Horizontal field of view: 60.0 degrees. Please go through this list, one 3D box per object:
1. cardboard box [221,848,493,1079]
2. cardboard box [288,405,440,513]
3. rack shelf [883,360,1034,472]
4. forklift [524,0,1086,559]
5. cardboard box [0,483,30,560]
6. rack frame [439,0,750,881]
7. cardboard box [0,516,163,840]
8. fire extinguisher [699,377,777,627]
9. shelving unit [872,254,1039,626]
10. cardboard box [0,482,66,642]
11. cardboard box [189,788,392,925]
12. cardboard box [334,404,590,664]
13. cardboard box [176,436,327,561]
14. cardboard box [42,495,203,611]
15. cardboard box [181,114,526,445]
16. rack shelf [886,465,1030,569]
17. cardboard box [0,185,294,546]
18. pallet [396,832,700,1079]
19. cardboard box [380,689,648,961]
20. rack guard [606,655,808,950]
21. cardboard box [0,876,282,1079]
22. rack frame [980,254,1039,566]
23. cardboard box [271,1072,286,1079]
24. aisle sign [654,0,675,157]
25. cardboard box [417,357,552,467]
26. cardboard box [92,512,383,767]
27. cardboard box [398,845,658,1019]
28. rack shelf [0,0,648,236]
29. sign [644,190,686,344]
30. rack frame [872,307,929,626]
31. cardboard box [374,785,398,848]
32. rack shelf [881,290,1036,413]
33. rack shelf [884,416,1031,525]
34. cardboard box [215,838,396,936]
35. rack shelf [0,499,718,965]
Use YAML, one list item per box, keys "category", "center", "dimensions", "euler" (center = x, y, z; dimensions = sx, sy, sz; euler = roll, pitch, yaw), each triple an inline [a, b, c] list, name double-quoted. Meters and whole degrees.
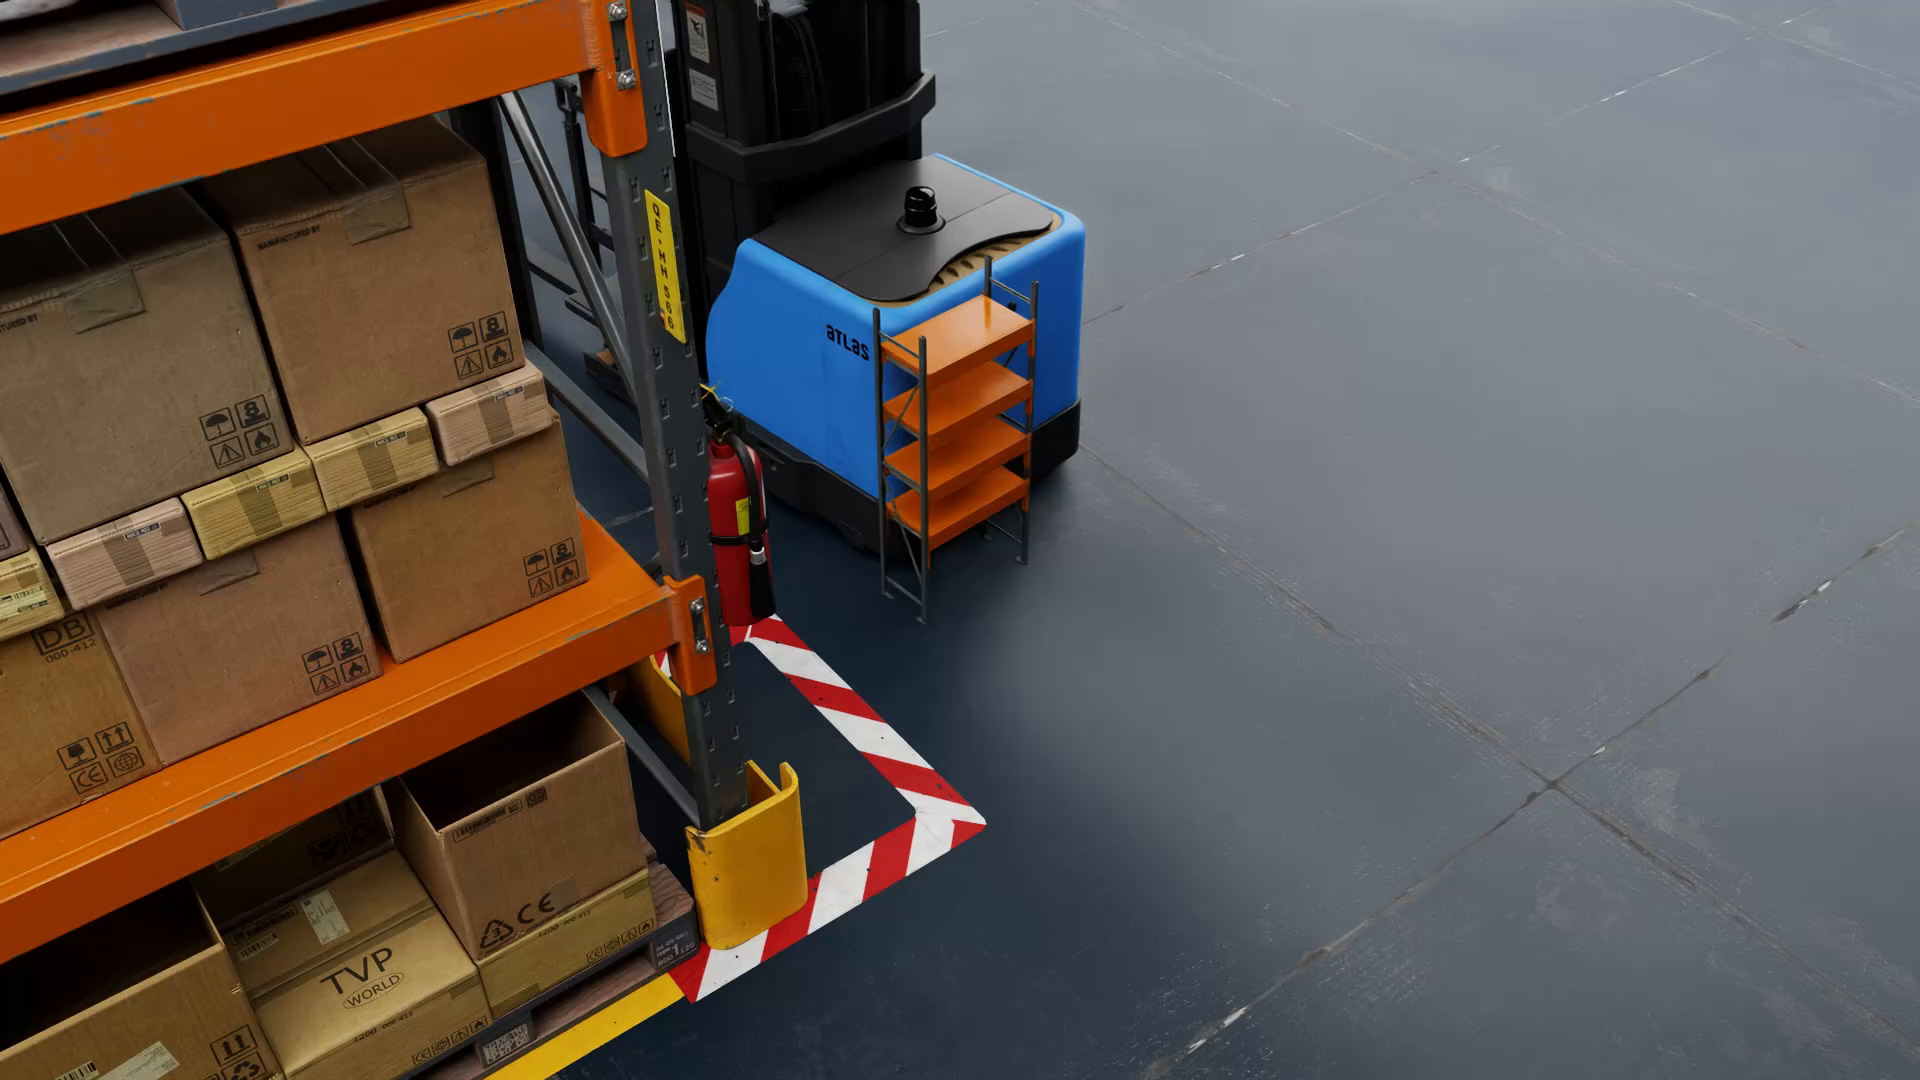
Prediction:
- category: "cardboard box"
  center: [-1.571, 1.148, 4.323]
  dimensions: [0.500, 0.250, 0.500]
  euler: [-26, 46, -28]
- category: "cardboard box"
  center: [-1.331, -0.252, 3.602]
  dimensions: [0.250, 0.149, 0.380]
  euler: [-25, 45, -27]
- category: "rack shelf"
  center: [-0.013, -0.441, 5.593]
  dimensions: [0.480, 0.148, 0.258]
  euler: [-30, 49, -32]
- category: "forklift"
  center: [-0.932, -1.893, 6.246]
  dimensions: [3.031, 2.935, 1.130]
  euler: [32, 49, 33]
- category: "cardboard box"
  center: [-2.170, -0.253, 3.091]
  dimensions: [0.500, 0.500, 0.700]
  euler: [-26, 46, -28]
- category: "rack frame"
  center: [-0.937, -0.308, 4.260]
  dimensions: [0.127, 3.000, 1.000]
  euler: [-26, 46, -28]
- category: "cardboard box"
  center: [-2.126, 0.222, 3.536]
  dimensions: [0.500, 0.500, 0.700]
  euler: [-26, 46, -28]
- category: "fire extinguisher"
  center: [-0.560, -0.090, 4.056]
  dimensions: [0.183, 0.674, 0.296]
  euler: [-26, 46, -28]
- category: "shelving unit"
  center: [-0.014, -0.320, 5.693]
  dimensions: [0.503, 1.200, 0.258]
  euler: [-30, 49, -32]
- category: "cardboard box"
  center: [-1.942, 0.045, 3.240]
  dimensions: [0.250, 0.149, 0.380]
  euler: [-25, 45, -27]
- category: "cardboard box"
  center: [-1.893, 0.592, 4.408]
  dimensions: [0.500, 0.500, 0.500]
  euler: [-26, 46, -28]
- category: "cardboard box"
  center: [-1.315, -0.173, 4.017]
  dimensions: [0.500, 0.500, 0.700]
  euler: [-26, 46, -28]
- category: "cardboard box"
  center: [-1.533, -0.153, 3.481]
  dimensions: [0.250, 0.149, 0.380]
  euler: [-27, 46, -29]
- category: "cardboard box"
  center: [-1.734, -0.057, 3.364]
  dimensions: [0.250, 0.149, 0.380]
  euler: [-25, 46, -28]
- category: "cardboard box"
  center: [-1.357, -0.654, 3.580]
  dimensions: [0.500, 0.500, 0.700]
  euler: [-26, 46, -28]
- category: "rack shelf"
  center: [-0.015, -0.116, 5.863]
  dimensions: [0.480, 0.148, 0.258]
  euler: [-30, 49, -32]
- category: "cardboard box"
  center: [-1.771, -0.448, 3.329]
  dimensions: [0.500, 0.500, 0.700]
  euler: [-27, 47, -29]
- category: "pallet"
  center: [-1.518, 1.087, 4.759]
  dimensions: [1.213, 0.211, 1.003]
  euler: [-26, 46, -28]
- category: "cardboard box"
  center: [-1.181, 0.660, 4.326]
  dimensions: [0.500, 0.500, 0.500]
  euler: [-26, 46, -28]
- category: "rack guard"
  center: [-0.918, 0.649, 5.065]
  dimensions: [0.348, 0.500, 1.175]
  euler: [-26, 46, -28]
- category: "cardboard box"
  center: [-1.965, 1.054, 3.846]
  dimensions: [0.500, 0.500, 0.500]
  euler: [-26, 46, -28]
- category: "rack frame"
  center: [0.165, -0.426, 5.821]
  dimensions: [0.015, 1.200, 0.240]
  euler: [-30, 49, -32]
- category: "cardboard box"
  center: [-1.967, 1.342, 4.086]
  dimensions: [0.500, 0.250, 0.500]
  euler: [-26, 46, -28]
- category: "aisle sign"
  center: [-0.706, -1.191, 3.287]
  dimensions: [0.004, 0.787, 0.394]
  euler: [-26, 46, -28]
- category: "cardboard box"
  center: [-1.124, -0.354, 3.726]
  dimensions: [0.250, 0.149, 0.380]
  euler: [-27, 46, -29]
- category: "cardboard box"
  center: [-1.729, 0.033, 3.766]
  dimensions: [0.500, 0.500, 0.700]
  euler: [-25, 45, -27]
- category: "cardboard box"
  center: [-1.182, 0.949, 4.565]
  dimensions: [0.500, 0.250, 0.500]
  euler: [-26, 46, -28]
- category: "rack shelf"
  center: [-2.523, -0.417, 2.595]
  dimensions: [4.000, 0.370, 1.077]
  euler: [-26, 46, -28]
- category: "sign"
  center: [-0.618, -0.569, 3.479]
  dimensions: [0.005, 0.325, 0.100]
  euler: [-26, 46, -28]
- category: "rack frame"
  center: [-0.193, -0.215, 5.565]
  dimensions: [0.015, 1.200, 0.240]
  euler: [-30, 49, -32]
- category: "cardboard box"
  center: [-1.498, 0.688, 4.883]
  dimensions: [0.500, 0.250, 0.500]
  euler: [-26, 46, -28]
- category: "rack shelf"
  center: [-0.012, -0.623, 5.442]
  dimensions: [0.480, 0.148, 0.258]
  euler: [-30, 49, -32]
- category: "rack shelf"
  center: [-0.014, -0.269, 5.736]
  dimensions: [0.480, 0.148, 0.258]
  euler: [-30, 49, -32]
- category: "cardboard box"
  center: [-1.892, 0.883, 4.645]
  dimensions: [0.500, 0.250, 0.500]
  euler: [-26, 46, -28]
- category: "rack shelf"
  center: [-2.523, 0.743, 3.546]
  dimensions: [4.000, 0.370, 1.077]
  euler: [-26, 46, -28]
